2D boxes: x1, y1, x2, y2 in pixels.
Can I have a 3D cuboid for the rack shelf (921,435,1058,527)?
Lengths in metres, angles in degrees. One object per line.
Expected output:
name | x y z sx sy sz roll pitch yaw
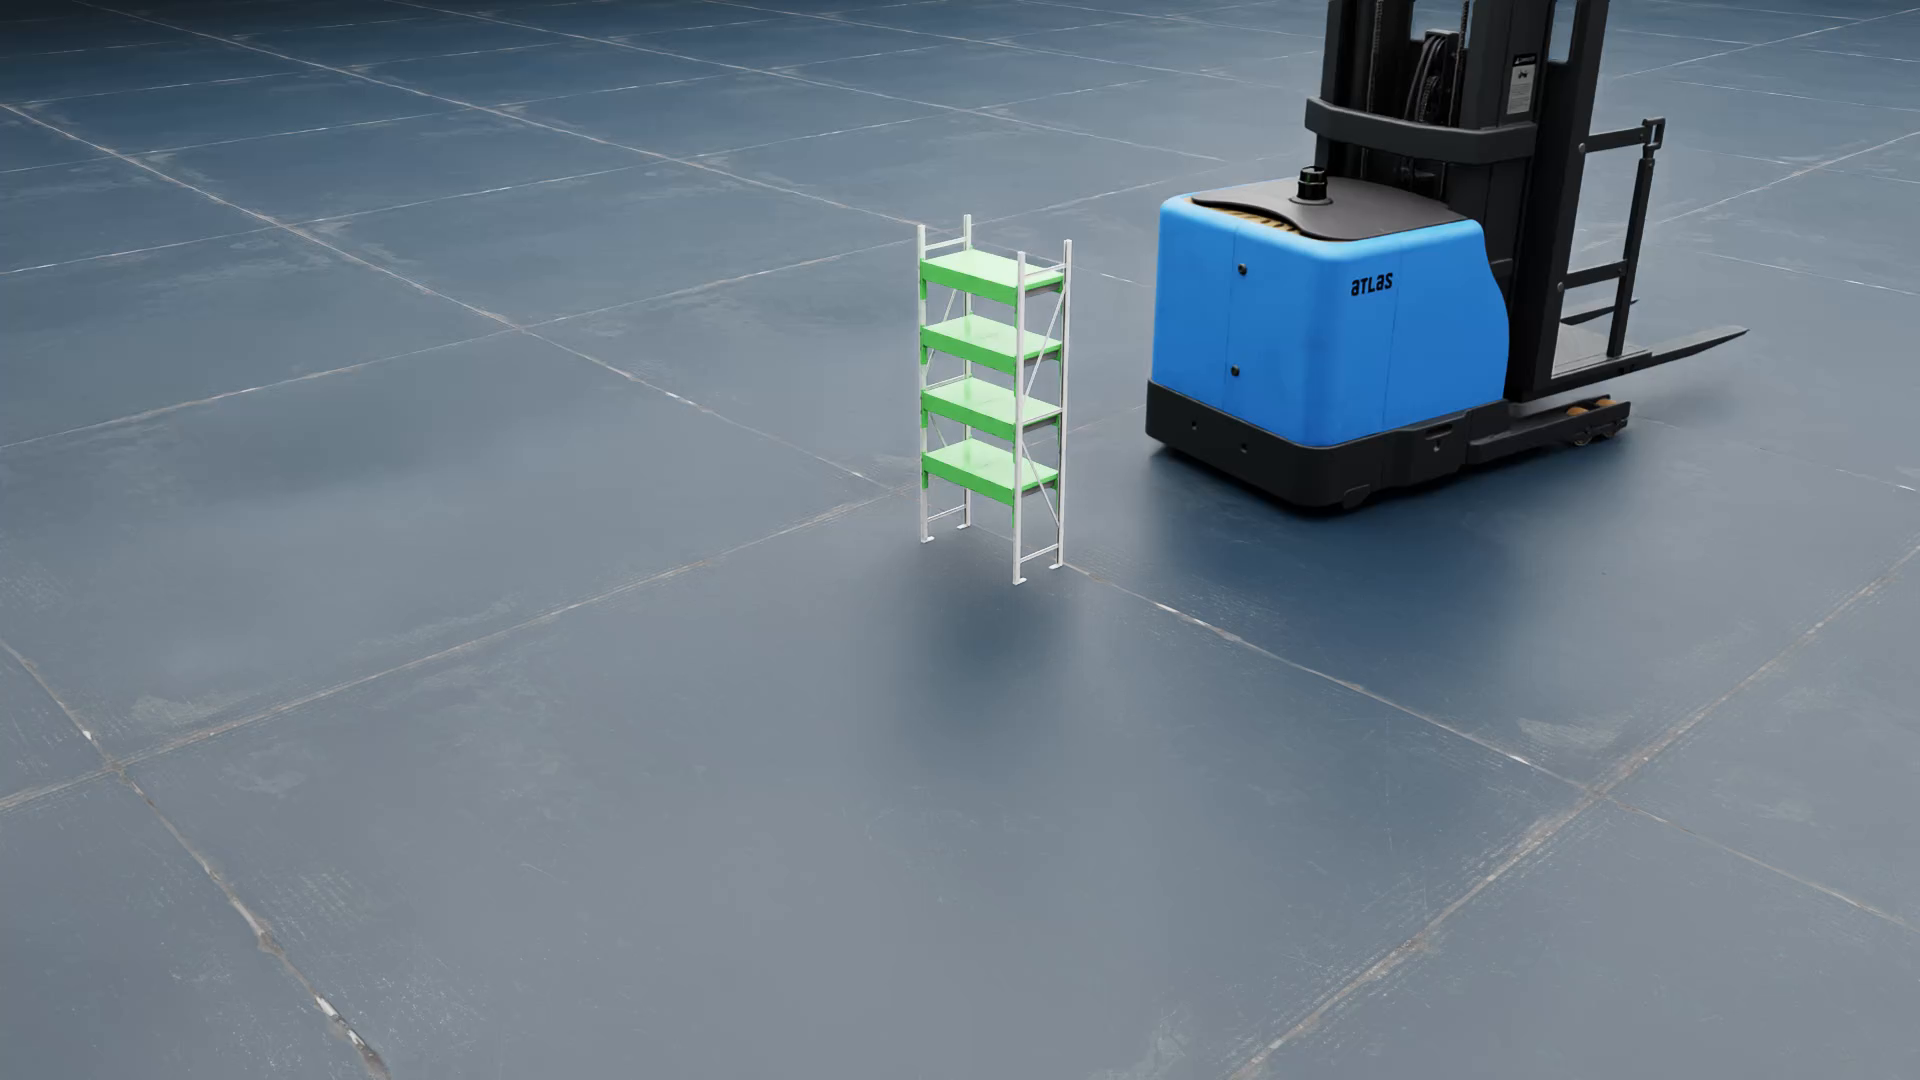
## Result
rack shelf | 0.113 -0.219 6.017 0.258 0.148 0.480 -21 32 -38

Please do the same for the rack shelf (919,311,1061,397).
rack shelf | 0.113 -0.656 5.818 0.258 0.148 0.480 -21 32 -38

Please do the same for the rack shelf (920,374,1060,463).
rack shelf | 0.113 -0.438 5.918 0.258 0.148 0.480 -21 32 -38

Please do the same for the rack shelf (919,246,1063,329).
rack shelf | 0.113 -0.874 5.718 0.258 0.148 0.480 -21 32 -38

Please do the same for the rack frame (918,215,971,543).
rack frame | -0.054 -0.570 6.053 0.240 1.200 0.015 -21 32 -38

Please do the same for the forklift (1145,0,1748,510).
forklift | 2.302 -1.903 6.891 3.031 2.935 1.130 -15 29 -30

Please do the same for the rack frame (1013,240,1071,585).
rack frame | 0.280 -0.422 5.729 0.240 1.200 0.015 -21 32 -38

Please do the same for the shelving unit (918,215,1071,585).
shelving unit | 0.113 -0.496 5.891 0.258 1.200 0.503 -21 32 -38
